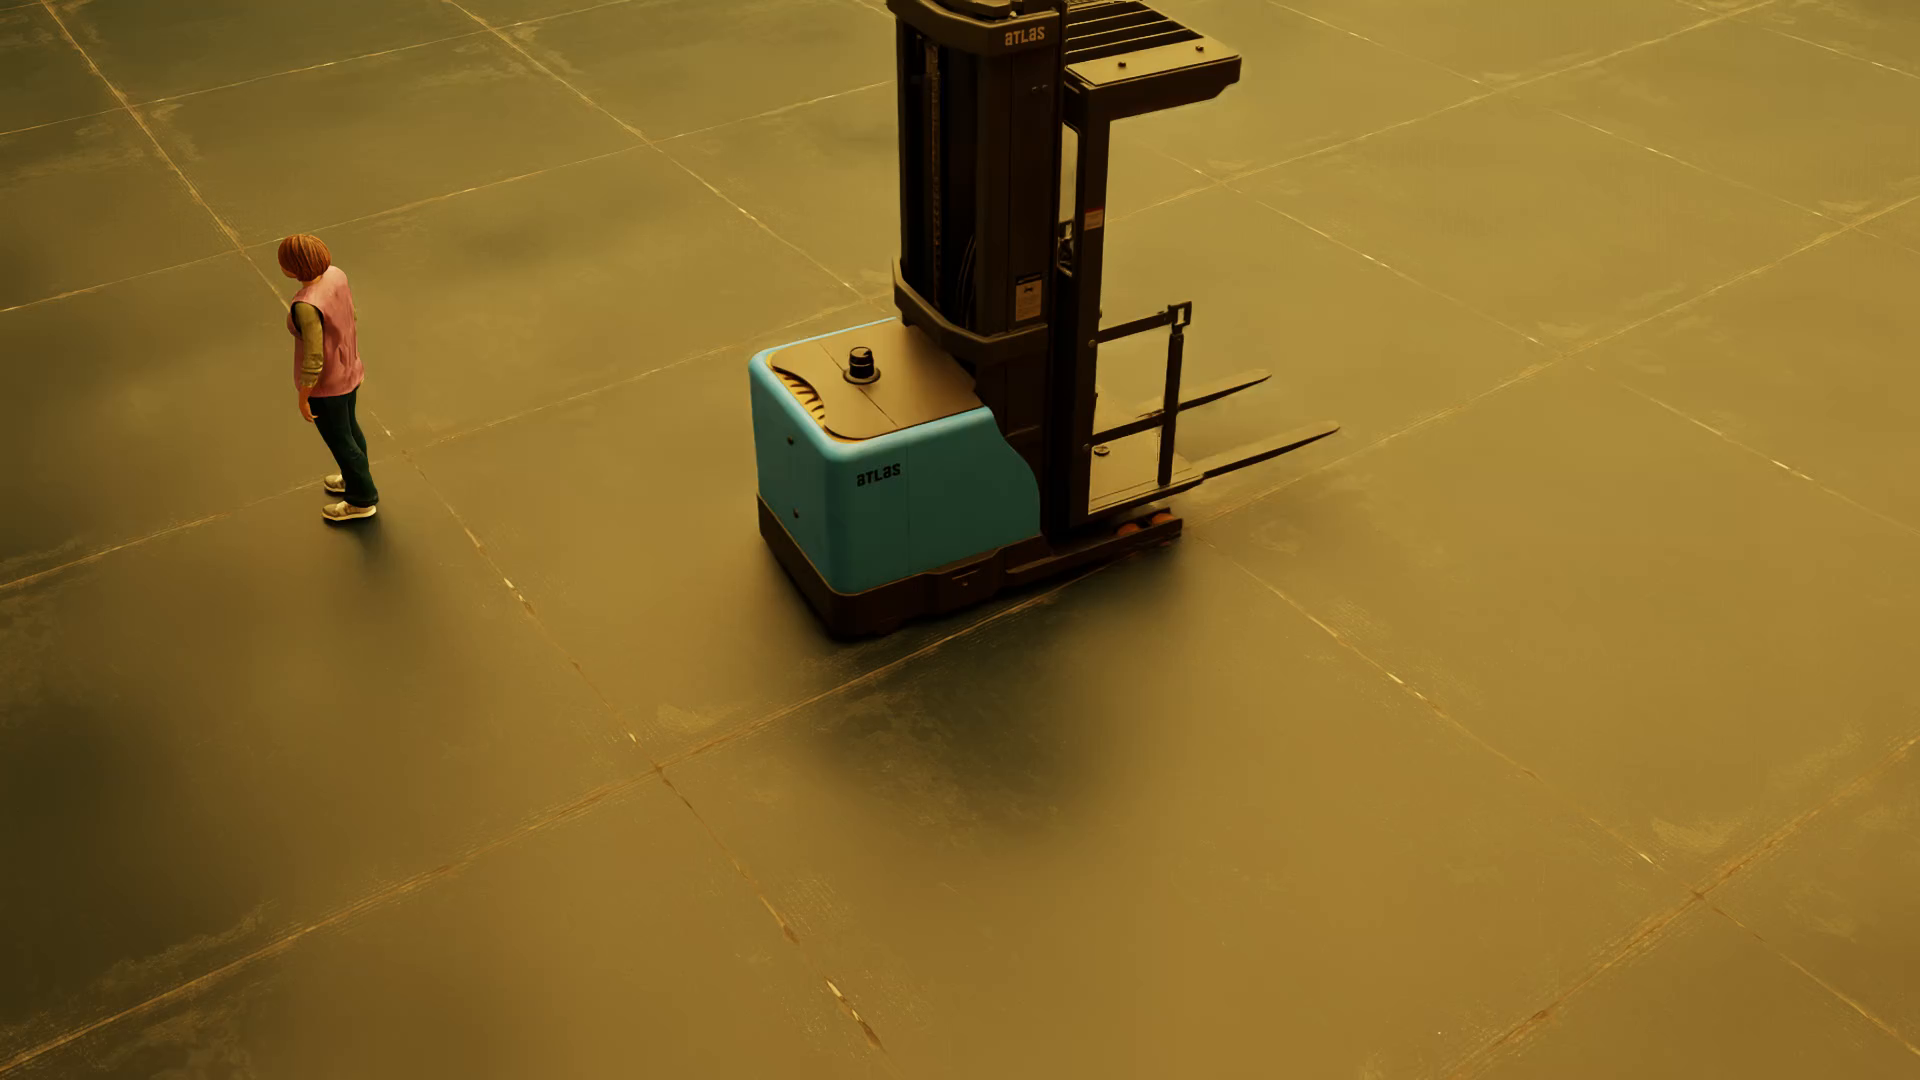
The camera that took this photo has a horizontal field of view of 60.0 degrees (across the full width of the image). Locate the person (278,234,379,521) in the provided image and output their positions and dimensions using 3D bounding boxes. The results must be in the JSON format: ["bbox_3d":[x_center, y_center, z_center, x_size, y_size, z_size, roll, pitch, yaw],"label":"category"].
[{"bbox_3d":[-3.137,-0.784,8.116,0.474,1.597,0.520,3,37,5],"label":"person"}]

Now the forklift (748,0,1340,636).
[{"bbox_3d":[0.536,-1.353,7.774,3.031,2.935,1.130,-18,40,-22],"label":"forklift"}]
